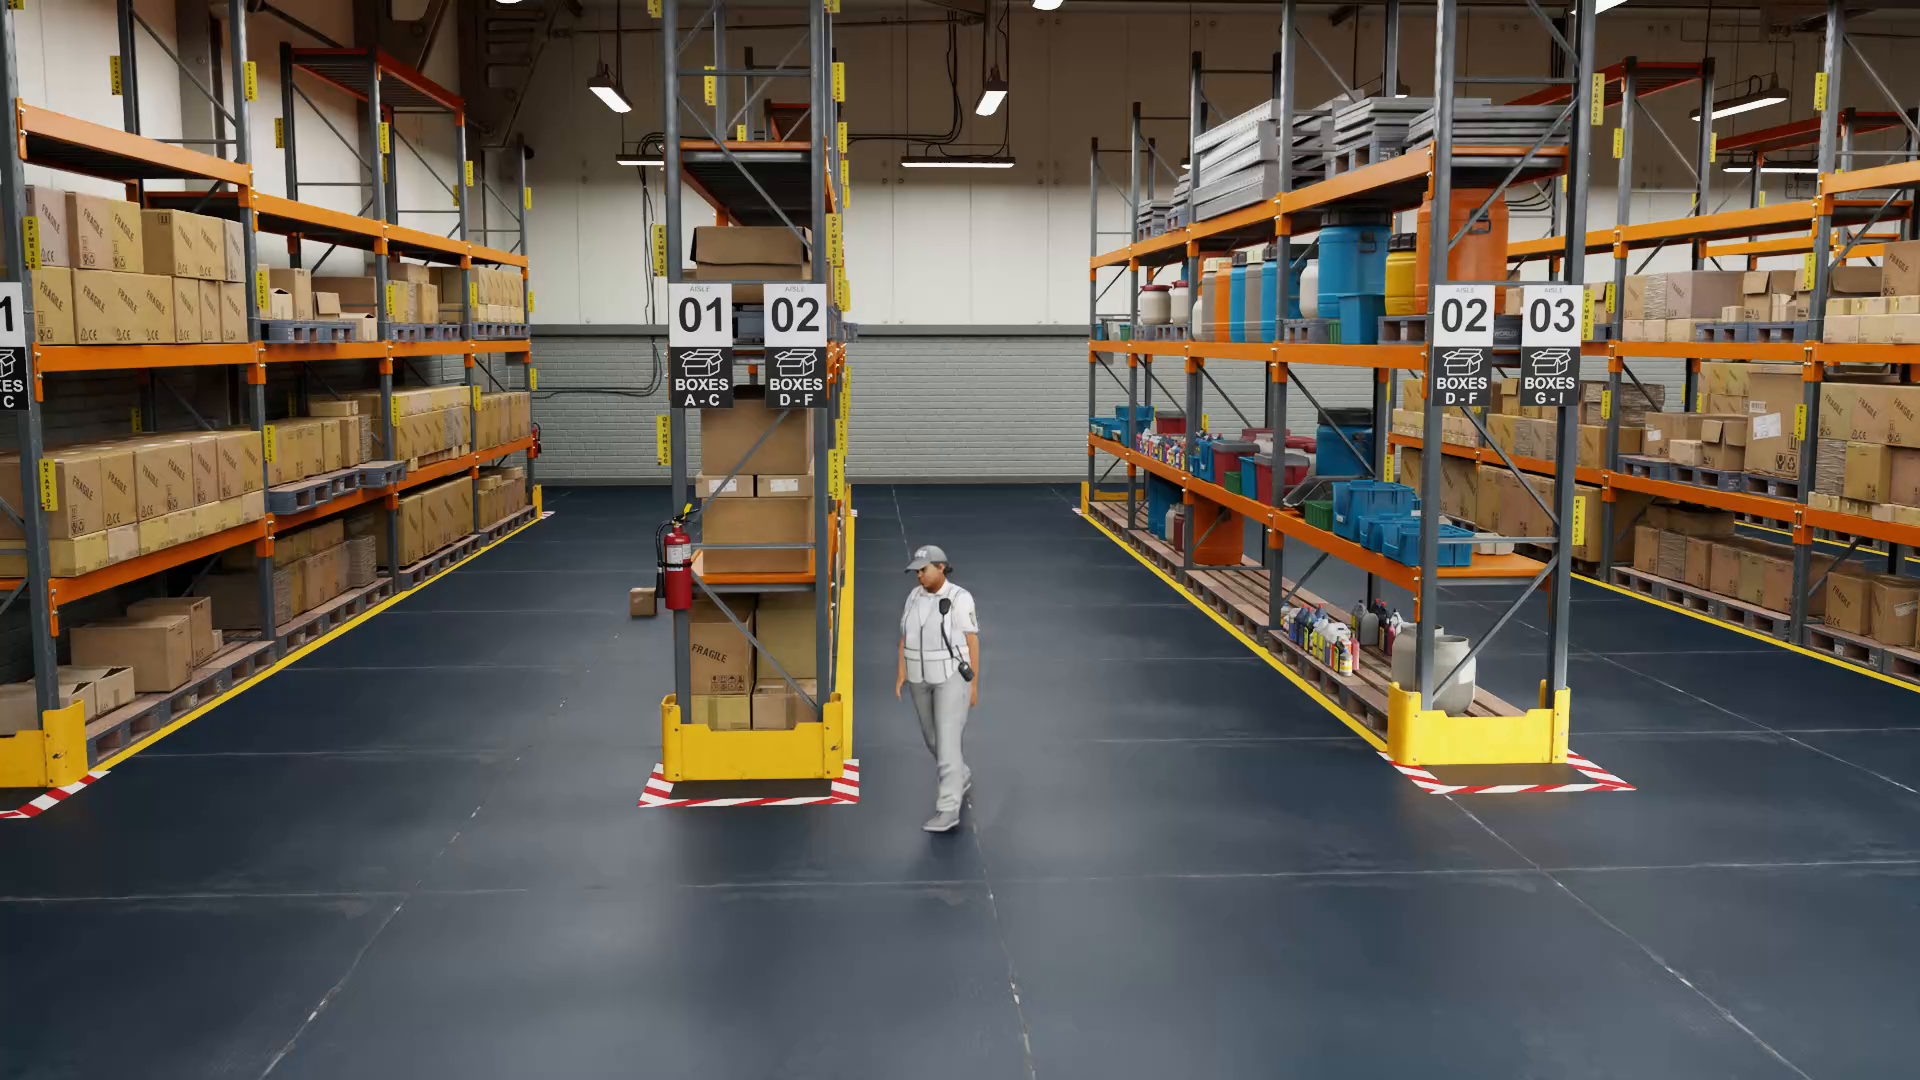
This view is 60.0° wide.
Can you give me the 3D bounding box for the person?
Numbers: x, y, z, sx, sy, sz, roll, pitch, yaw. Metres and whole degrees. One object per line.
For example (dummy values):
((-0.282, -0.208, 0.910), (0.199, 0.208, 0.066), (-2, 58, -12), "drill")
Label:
((-0.129, 0.835, 9.909), (0.539, 1.601, 0.882), (4, 8, 32), "person")
